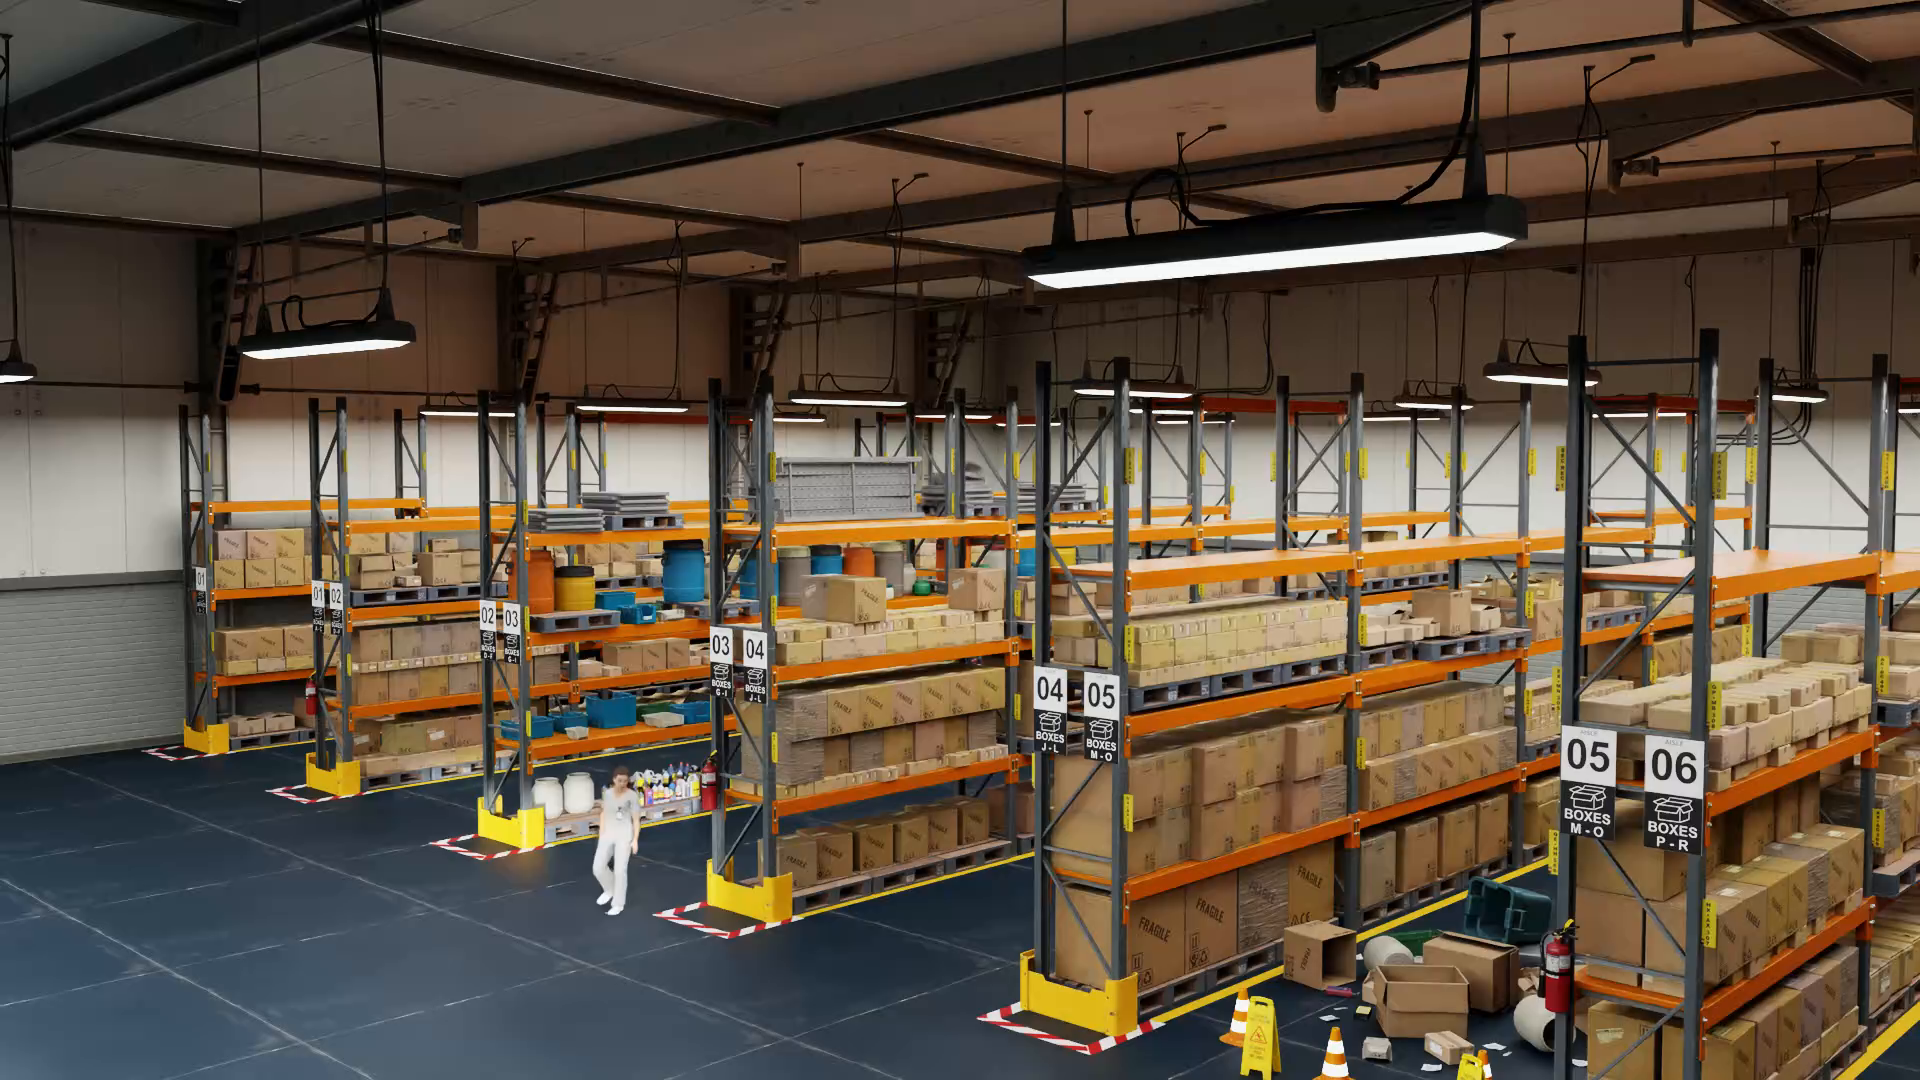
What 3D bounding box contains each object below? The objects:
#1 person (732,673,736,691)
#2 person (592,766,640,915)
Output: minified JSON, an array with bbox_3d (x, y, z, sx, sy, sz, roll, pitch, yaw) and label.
[{"bbox_3d":[-4.584,2.554,33.176,0.700,1.762,0.810,2,3,29],"label":"person"},{"bbox_3d":[-3.839,3.335,18.612,0.588,1.666,0.457,1,3,14],"label":"person"}]
